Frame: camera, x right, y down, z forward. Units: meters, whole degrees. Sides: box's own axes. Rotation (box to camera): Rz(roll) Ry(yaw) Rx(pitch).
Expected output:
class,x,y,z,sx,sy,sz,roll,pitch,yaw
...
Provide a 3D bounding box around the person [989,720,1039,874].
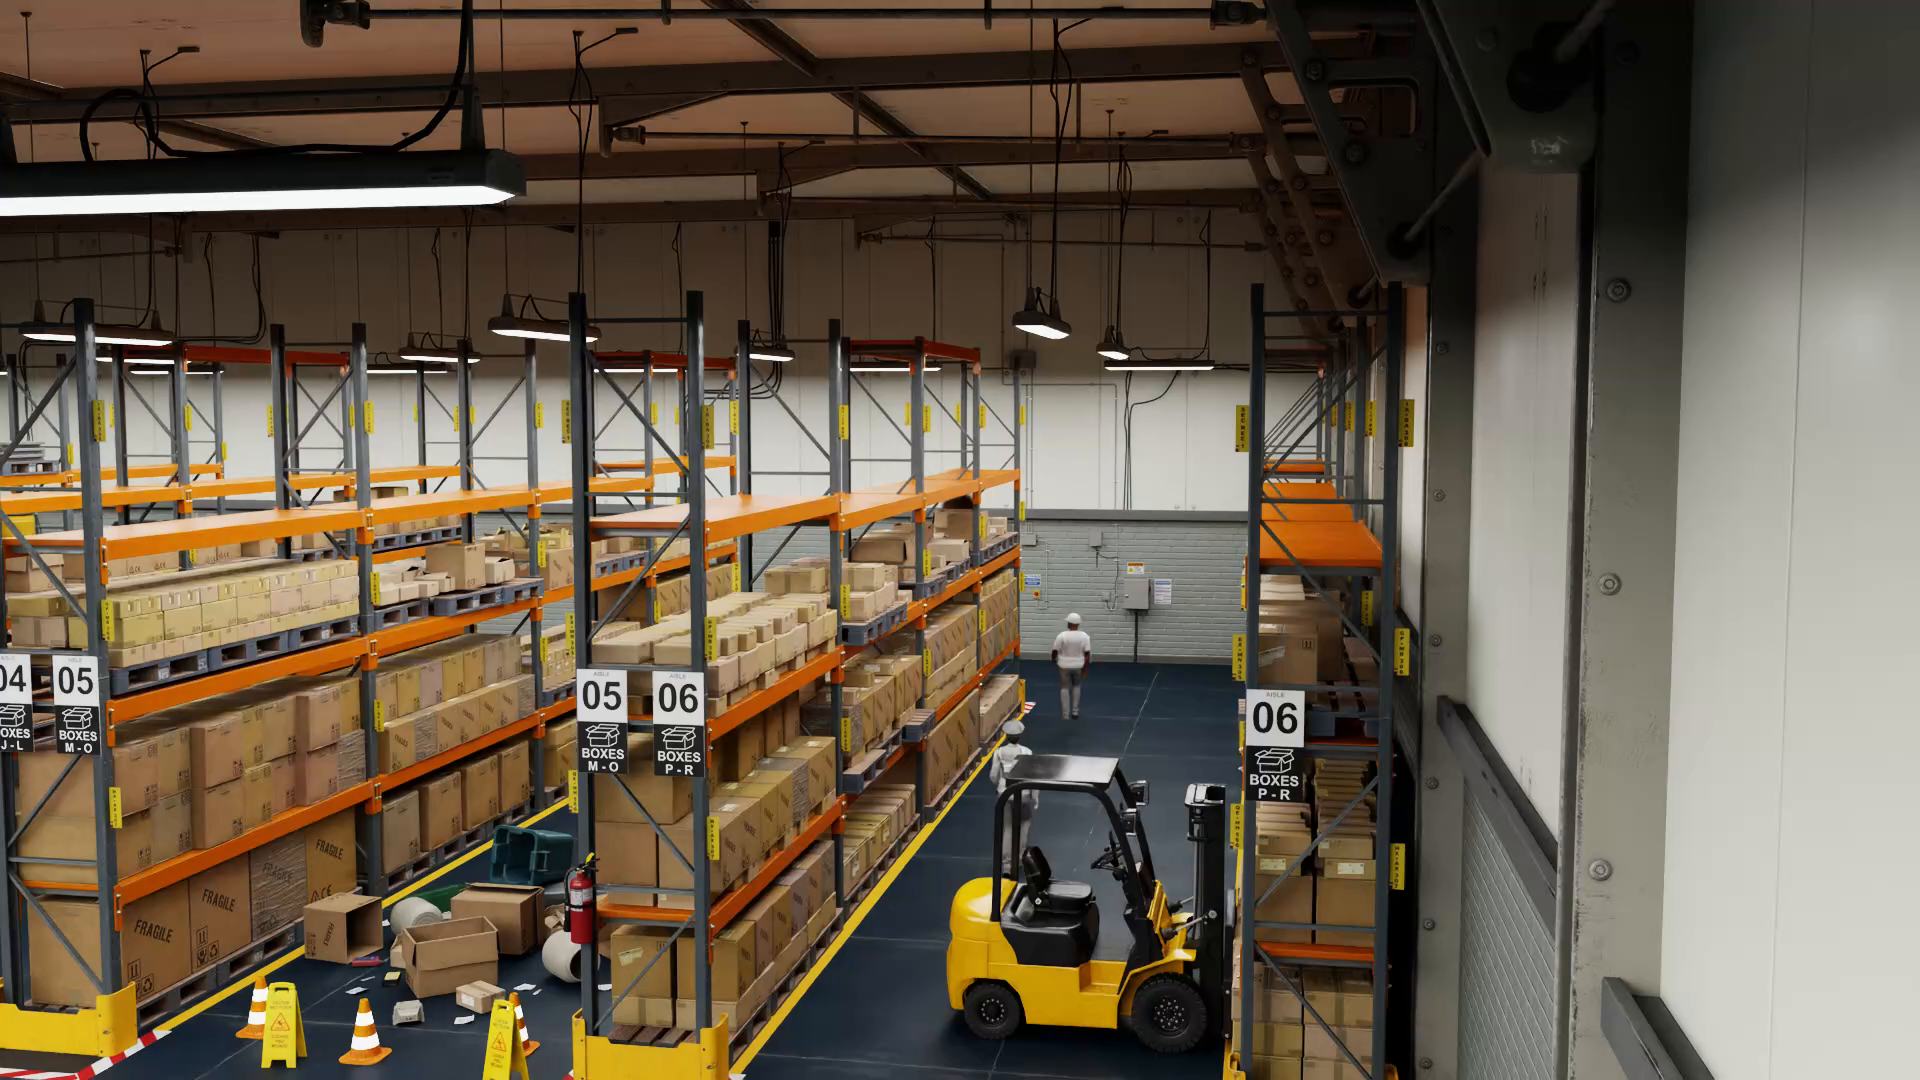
class,x,y,z,sx,sy,sz,roll,pitch,yaw
person,0.612,2.869,18.530,0.585,1.714,0.662,1,5,14

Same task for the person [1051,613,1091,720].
class,x,y,z,sx,sy,sz,roll,pitch,yaw
person,1.744,2.017,26.383,0.604,1.788,0.649,0,5,-4
